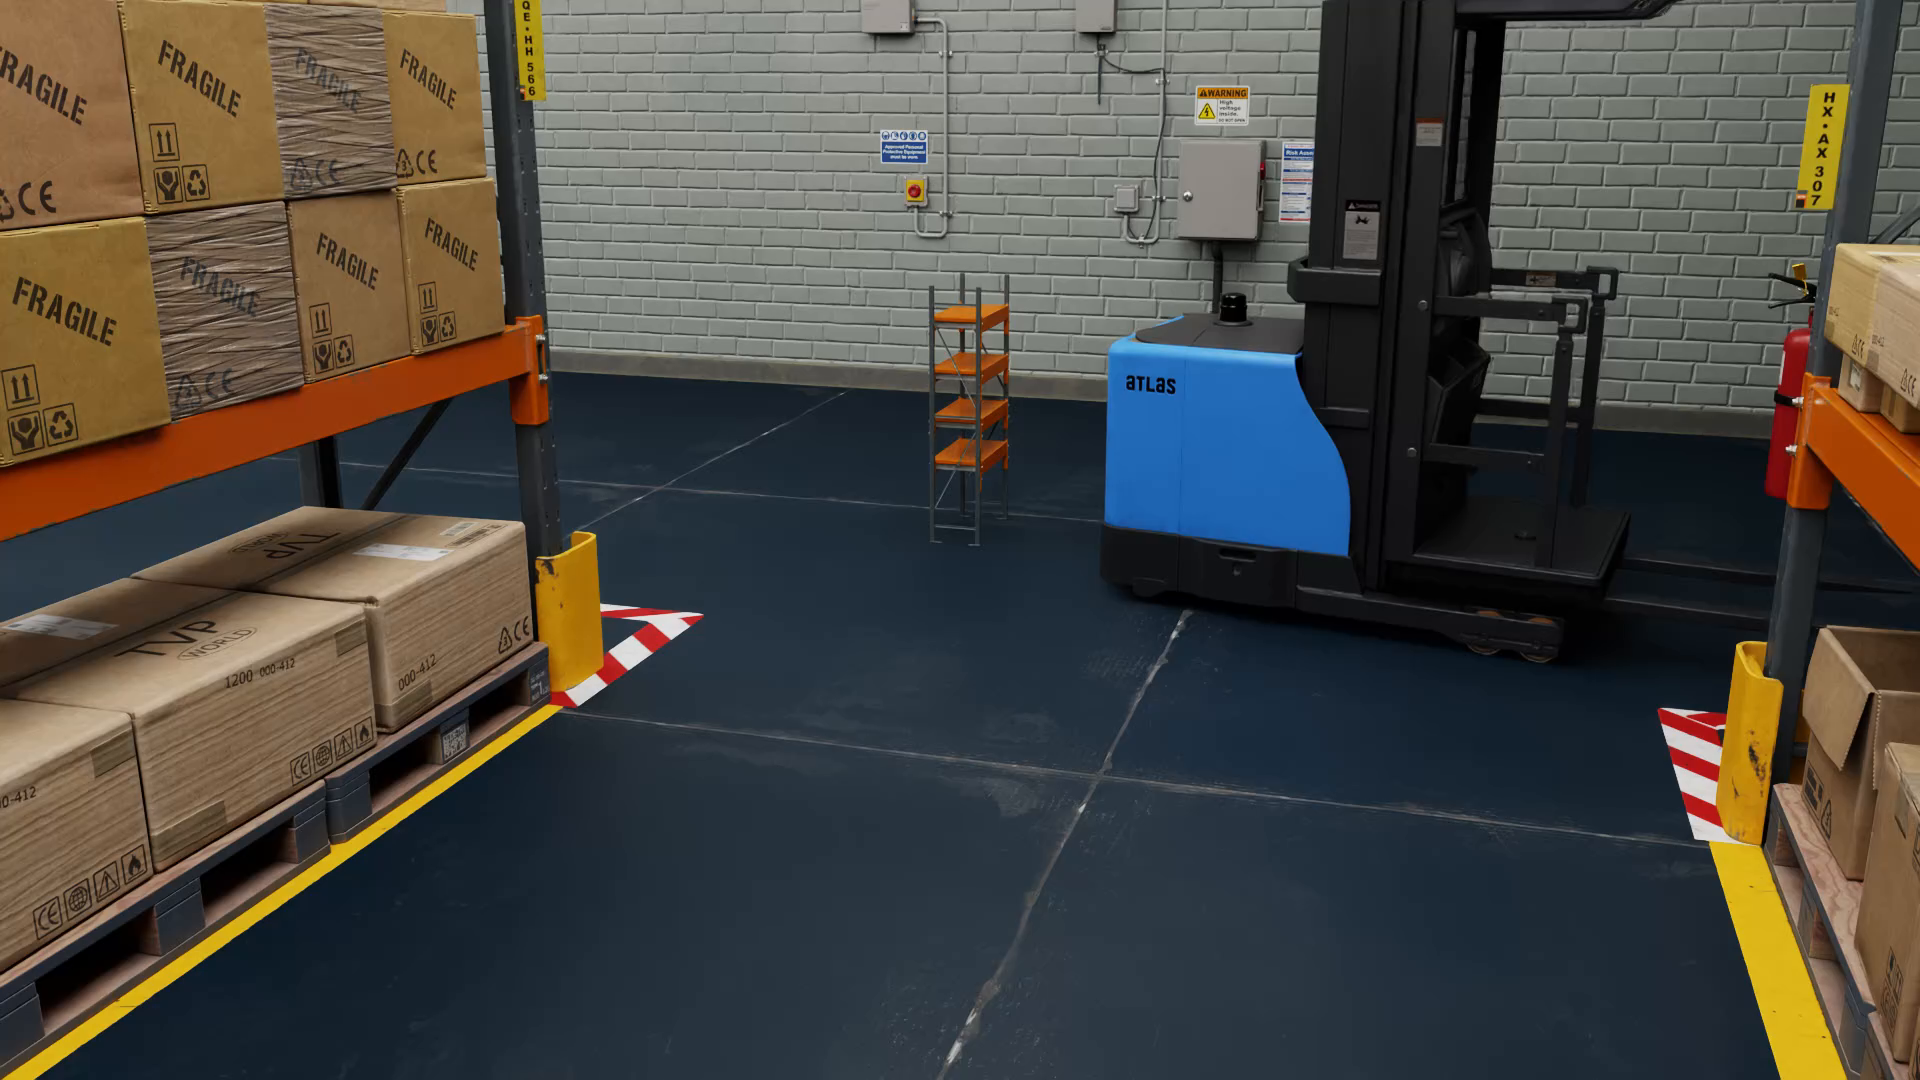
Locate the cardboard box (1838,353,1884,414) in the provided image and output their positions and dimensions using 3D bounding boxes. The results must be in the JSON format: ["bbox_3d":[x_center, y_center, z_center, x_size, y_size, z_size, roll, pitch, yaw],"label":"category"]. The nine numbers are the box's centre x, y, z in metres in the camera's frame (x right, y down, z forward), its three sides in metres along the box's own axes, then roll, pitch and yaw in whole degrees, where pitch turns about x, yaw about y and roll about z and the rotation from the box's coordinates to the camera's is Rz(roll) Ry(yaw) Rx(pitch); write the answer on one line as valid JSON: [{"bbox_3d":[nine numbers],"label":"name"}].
[{"bbox_3d":[2.481,-0.410,4.238,0.380,0.149,0.250,4,16,15],"label":"cardboard box"}]

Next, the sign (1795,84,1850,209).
[{"bbox_3d":[2.317,-1.054,4.462,0.100,0.325,0.005,5,16,16],"label":"sign"}]

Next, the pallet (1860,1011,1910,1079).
[{"bbox_3d":[2.241,1.293,2.885,1.003,0.211,1.213,5,16,16],"label":"pallet"}]

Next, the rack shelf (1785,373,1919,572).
[{"bbox_3d":[2.269,0.274,2.685,1.077,0.370,4.000,5,16,16],"label":"rack shelf"}]

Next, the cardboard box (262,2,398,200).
[{"bbox_3d":[-1.952,-1.225,4.635,0.500,0.500,0.500,5,16,16],"label":"cardboard box"}]

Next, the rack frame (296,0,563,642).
[{"bbox_3d":[-1.923,-0.979,5.785,1.000,3.000,0.127,5,16,16],"label":"rack frame"}]

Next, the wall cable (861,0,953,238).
[{"bbox_3d":[-0.343,-2.960,10.850,0.585,1.953,0.123,5,16,16],"label":"wall cable"}]

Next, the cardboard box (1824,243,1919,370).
[{"bbox_3d":[2.450,-0.569,4.067,0.500,0.250,0.500,5,17,16],"label":"cardboard box"}]

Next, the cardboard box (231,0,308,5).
[{"bbox_3d":[-1.986,-1.506,4.438,0.380,0.149,0.250,5,17,17],"label":"cardboard box"}]

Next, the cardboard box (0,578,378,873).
[{"bbox_3d":[-2.267,0.472,4.595,0.875,0.438,0.875,5,17,17],"label":"cardboard box"}]

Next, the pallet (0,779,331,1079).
[{"bbox_3d":[-2.424,0.896,4.285,1.003,0.211,1.213,5,16,16],"label":"pallet"}]

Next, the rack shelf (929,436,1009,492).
[{"bbox_3d":[0.047,-0.365,7.891,0.258,0.148,0.480,5,16,16],"label":"rack shelf"}]

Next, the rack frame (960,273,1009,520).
[{"bbox_3d":[0.116,-0.684,8.043,0.240,1.200,0.015,5,16,16],"label":"rack frame"}]

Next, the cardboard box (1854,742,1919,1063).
[{"bbox_3d":[2.292,0.778,3.399,0.700,0.500,0.500,5,17,18],"label":"cardboard box"}]

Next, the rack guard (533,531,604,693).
[{"bbox_3d":[-1.916,0.217,6.149,1.175,0.500,0.348,5,16,16],"label":"rack guard"}]

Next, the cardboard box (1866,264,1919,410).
[{"bbox_3d":[2.307,-0.437,3.602,0.500,0.250,0.500,5,17,16],"label":"cardboard box"}]

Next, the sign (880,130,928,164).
[{"bbox_3d":[-0.372,-2.606,11.026,0.327,0.218,0.001,5,16,16],"label":"sign"}]

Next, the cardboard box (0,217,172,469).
[{"bbox_3d":[-2.234,-0.479,3.839,0.500,0.500,0.500,5,17,18],"label":"cardboard box"}]

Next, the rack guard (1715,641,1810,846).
[{"bbox_3d":[2.816,0.627,4.703,1.175,0.500,0.348,5,16,16],"label":"rack guard"}]

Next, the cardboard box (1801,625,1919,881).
[{"bbox_3d":[2.572,0.556,4.177,0.797,0.503,0.637,4,16,14],"label":"cardboard box"}]

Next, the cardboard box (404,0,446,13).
[{"bbox_3d":[-1.833,-1.711,5.161,0.380,0.149,0.250,5,17,17],"label":"cardboard box"}]

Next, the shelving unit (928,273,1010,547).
[{"bbox_3d":[0.047,-0.621,7.818,0.258,1.200,0.503,5,16,16],"label":"shelving unit"}]

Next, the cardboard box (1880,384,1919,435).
[{"bbox_3d":[2.453,-0.340,3.991,0.380,0.149,0.250,5,17,17],"label":"cardboard box"}]

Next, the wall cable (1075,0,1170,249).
[{"bbox_3d":[1.020,-2.838,10.477,0.588,1.984,0.122,5,16,16],"label":"wall cable"}]

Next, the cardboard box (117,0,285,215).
[{"bbox_3d":[-2.096,-1.096,4.180,0.500,0.500,0.500,5,16,16],"label":"cardboard box"}]

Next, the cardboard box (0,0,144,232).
[{"bbox_3d":[-2.240,-0.964,3.717,0.500,0.500,0.500,5,16,15],"label":"cardboard box"}]

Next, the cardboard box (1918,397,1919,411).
[{"bbox_3d":[2.166,-0.304,3.133,0.500,0.250,0.500,4,16,15],"label":"cardboard box"}]

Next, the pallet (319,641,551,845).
[{"bbox_3d":[-2.075,0.577,5.407,1.003,0.211,1.213,5,16,16],"label":"pallet"}]

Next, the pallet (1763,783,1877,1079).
[{"bbox_3d":[2.590,0.975,4.007,1.003,0.211,1.213,5,16,16],"label":"pallet"}]

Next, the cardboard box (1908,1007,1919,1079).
[{"bbox_3d":[2.046,0.909,2.939,0.500,0.500,0.500,5,17,17],"label":"cardboard box"}]

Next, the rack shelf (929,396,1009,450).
[{"bbox_3d":[0.047,-0.556,7.837,0.258,0.148,0.480,5,16,16],"label":"rack shelf"}]

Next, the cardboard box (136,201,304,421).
[{"bbox_3d":[-2.100,-0.615,4.318,0.500,0.500,0.500,5,17,17],"label":"cardboard box"}]

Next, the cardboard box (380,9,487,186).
[{"bbox_3d":[-1.832,-1.364,5.125,0.500,0.500,0.500,5,17,18],"label":"cardboard box"}]

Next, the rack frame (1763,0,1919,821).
[{"bbox_3d":[2.837,-0.595,4.432,1.000,3.000,0.127,5,16,16],"label":"rack frame"}]

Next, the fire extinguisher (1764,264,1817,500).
[{"bbox_3d":[2.436,-0.453,4.755,0.296,0.674,0.183,5,16,16],"label":"fire extinguisher"}]

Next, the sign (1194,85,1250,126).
[{"bbox_3d":[1.635,-2.711,10.377,0.339,0.242,0.001,5,16,16],"label":"sign"}]

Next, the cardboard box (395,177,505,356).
[{"bbox_3d":[-1.806,-0.881,5.254,0.500,0.500,0.500,5,17,16],"label":"cardboard box"}]

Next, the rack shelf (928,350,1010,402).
[{"bbox_3d":[0.047,-0.771,7.776,0.258,0.148,0.480,5,16,16],"label":"rack shelf"}]

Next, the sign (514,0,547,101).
[{"bbox_3d":[-1.407,-1.605,5.434,0.100,0.325,0.005,5,16,16],"label":"sign"}]

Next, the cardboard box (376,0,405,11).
[{"bbox_3d":[-1.882,-1.643,4.920,0.380,0.149,0.250,5,17,17],"label":"cardboard box"}]

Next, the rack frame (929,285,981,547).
[{"bbox_3d":[-0.022,-0.557,7.593,0.240,1.200,0.015,5,16,16],"label":"rack frame"}]

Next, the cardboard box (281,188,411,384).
[{"bbox_3d":[-1.963,-0.751,4.796,0.500,0.500,0.500,4,16,15],"label":"cardboard box"}]

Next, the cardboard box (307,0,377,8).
[{"bbox_3d":[-1.875,-1.569,4.659,0.380,0.149,0.250,4,16,15],"label":"cardboard box"}]

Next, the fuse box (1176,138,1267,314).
[{"bbox_3d":[1.630,-1.636,10.460,0.539,1.711,0.414,5,16,16],"label":"fuse box"}]

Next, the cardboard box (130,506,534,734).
[{"bbox_3d":[-2.015,0.232,5.442,0.875,0.438,0.875,4,16,14],"label":"cardboard box"}]

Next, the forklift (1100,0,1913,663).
[{"bbox_3d":[2.142,-1.116,6.394,3.031,2.935,1.130,8,18,26],"label":"forklift"}]

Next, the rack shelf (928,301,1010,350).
[{"bbox_3d":[0.047,-0.999,7.711,0.258,0.148,0.480,5,16,16],"label":"rack shelf"}]

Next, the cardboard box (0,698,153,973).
[{"bbox_3d":[-2.525,0.707,3.764,0.875,0.438,0.875,4,16,14],"label":"cardboard box"}]

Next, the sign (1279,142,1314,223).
[{"bbox_3d":[2.162,-2.226,10.353,0.329,0.494,0.001,5,16,16],"label":"sign"}]

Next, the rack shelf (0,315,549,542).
[{"bbox_3d":[-2.491,-0.110,4.039,1.077,0.370,4.000,5,16,16],"label":"rack shelf"}]
